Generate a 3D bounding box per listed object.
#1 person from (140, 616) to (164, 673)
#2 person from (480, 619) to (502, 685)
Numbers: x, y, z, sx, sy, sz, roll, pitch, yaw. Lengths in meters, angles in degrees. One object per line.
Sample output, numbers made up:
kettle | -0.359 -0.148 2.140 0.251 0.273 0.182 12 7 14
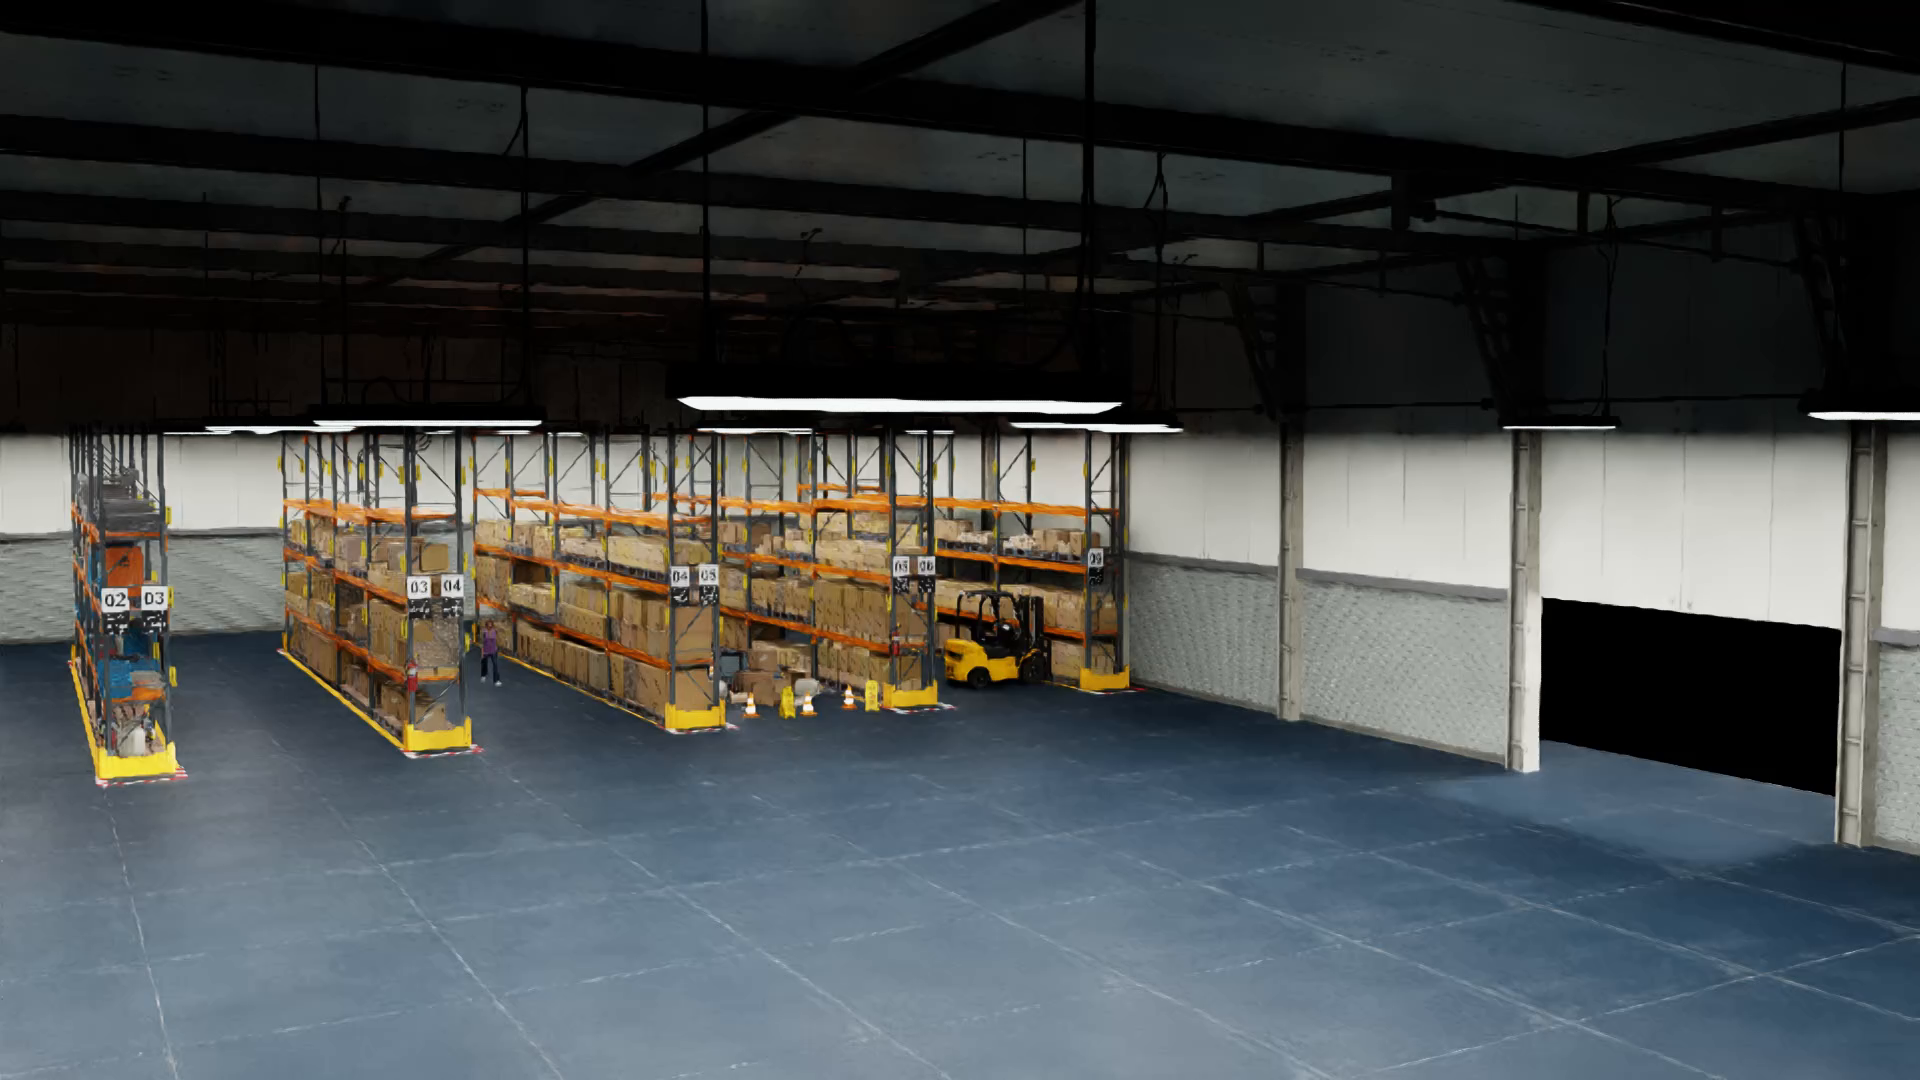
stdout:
person | -19.505 2.372 40.162 0.857 1.719 0.710 3 5 40
person | -10.889 2.571 38.439 0.418 1.512 1.035 -2 4 -28
